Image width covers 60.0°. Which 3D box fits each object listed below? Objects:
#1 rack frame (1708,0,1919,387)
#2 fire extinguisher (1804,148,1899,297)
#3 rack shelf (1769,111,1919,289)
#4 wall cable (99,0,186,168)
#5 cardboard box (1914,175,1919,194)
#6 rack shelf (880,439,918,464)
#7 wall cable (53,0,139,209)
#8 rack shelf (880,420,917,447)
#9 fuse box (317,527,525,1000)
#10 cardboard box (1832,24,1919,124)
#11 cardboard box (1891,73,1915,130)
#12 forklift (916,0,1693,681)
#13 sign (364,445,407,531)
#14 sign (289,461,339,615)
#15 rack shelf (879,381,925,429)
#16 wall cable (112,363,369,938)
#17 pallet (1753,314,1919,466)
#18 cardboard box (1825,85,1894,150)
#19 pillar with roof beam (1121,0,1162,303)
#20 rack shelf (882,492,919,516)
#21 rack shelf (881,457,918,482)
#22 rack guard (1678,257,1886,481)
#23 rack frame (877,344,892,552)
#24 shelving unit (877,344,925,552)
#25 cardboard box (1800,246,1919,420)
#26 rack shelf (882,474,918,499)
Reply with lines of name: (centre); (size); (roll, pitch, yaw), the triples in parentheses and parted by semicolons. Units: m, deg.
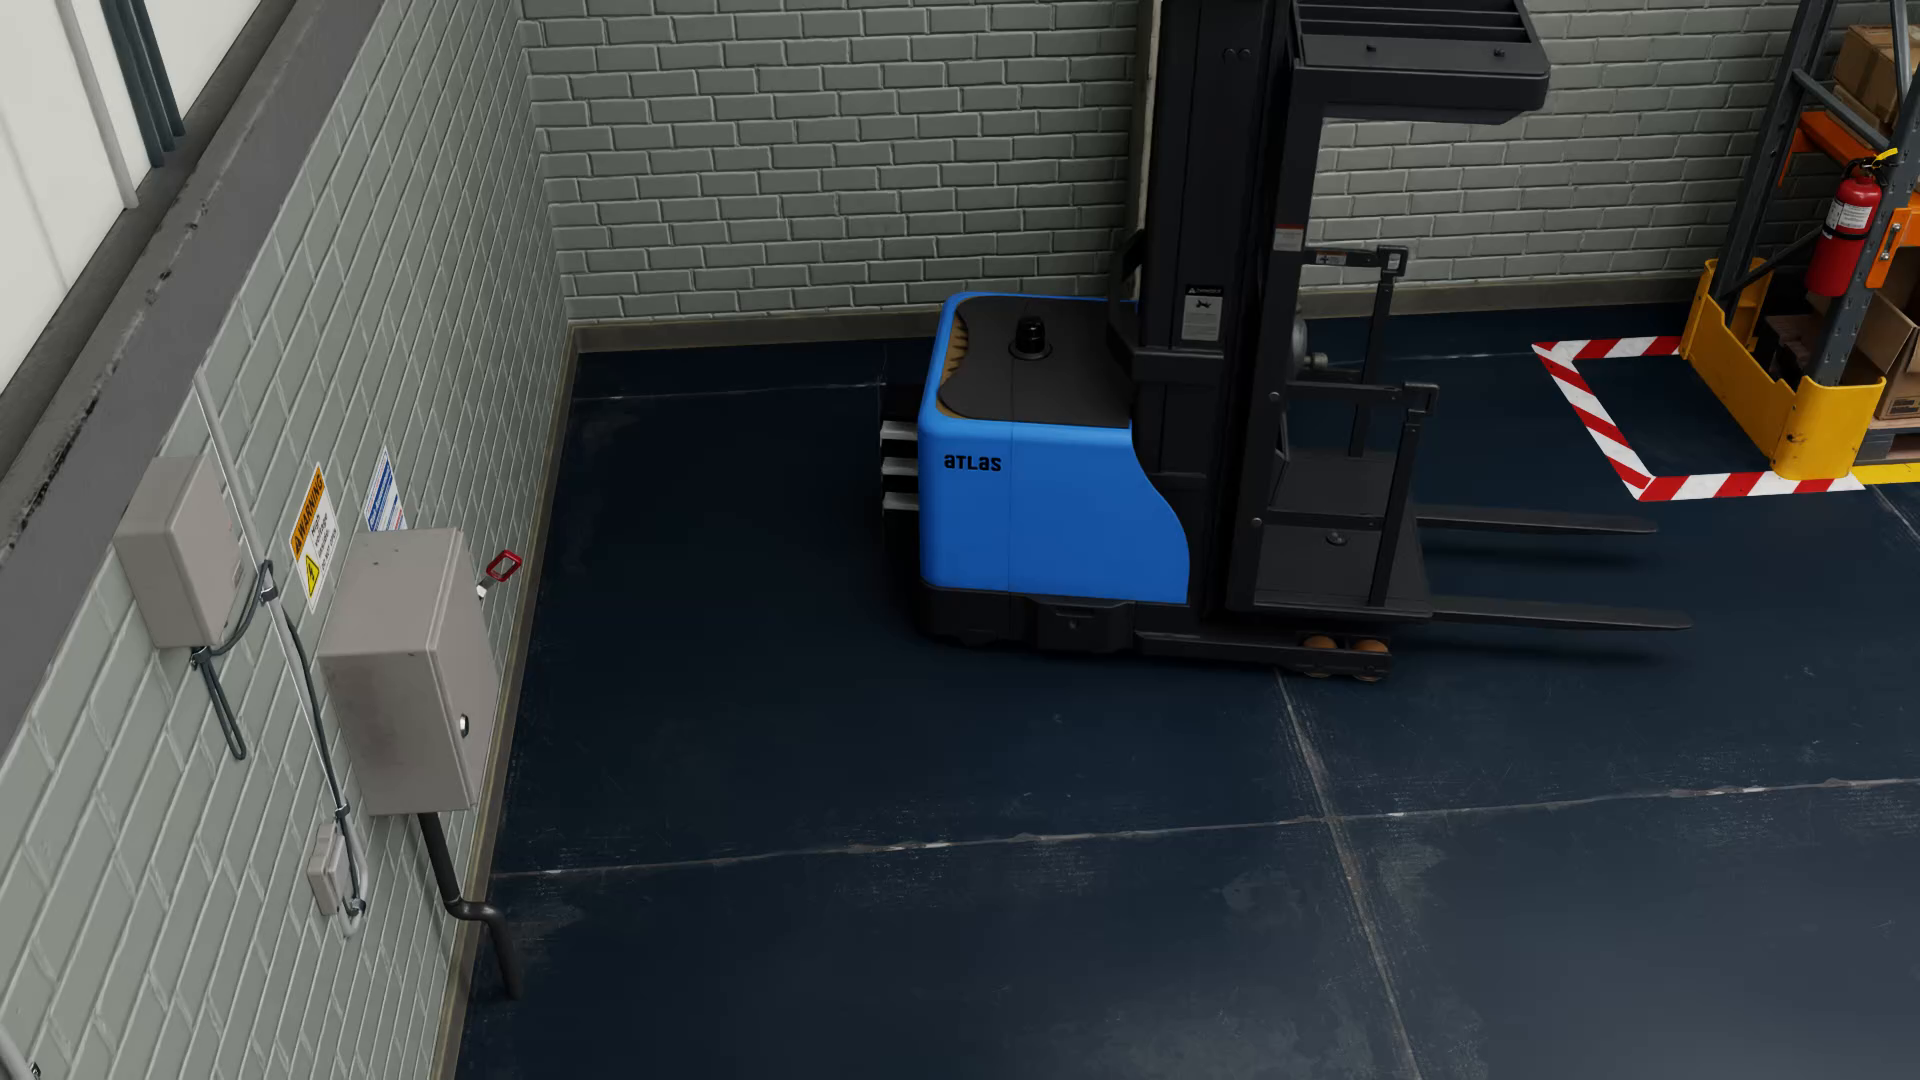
rack frame: (3.796, -1.811, 7.124); (0.127, 3.000, 1.000); (-3, 38, -4)
fire extinguisher: (3.691, -1.341, 6.892); (0.183, 0.674, 0.296); (-3, 38, -4)
rack shelf: (5.788, -1.638, 7.486); (4.000, 0.370, 1.077); (-3, 38, -4)
wall cable: (-1.674, -2.818, 3.526); (0.133, 3.039, 2.988); (-3, 38, -4)
cardboard box: (4.148, -1.561, 7.010); (0.250, 0.149, 0.380); (-3, 38, -4)
rack shelf: (-0.215, -0.413, 6.956); (0.200, 0.077, 0.258); (4, 38, 5)
wall cable: (-1.465, -1.082, 1.357); (0.029, 3.000, 2.355); (-3, 38, -4)
rack shelf: (-0.215, -0.484, 6.900); (0.200, 0.077, 0.258); (4, 38, 5)
fuse box: (-1.416, 0.777, 4.884); (0.414, 1.711, 0.539); (-3, 38, -4)
cardboard box: (4.231, -2.058, 7.318); (0.500, 0.250, 0.500); (-2, 38, -3)
cardboard box: (4.272, -1.728, 6.899); (0.500, 0.250, 0.500); (-3, 38, -4)
forklift: (1.379, -0.944, 6.080); (3.031, 2.935, 1.130); (4, 38, 5)
sign: (-1.666, 0.015, 4.886); (0.001, 0.494, 0.329); (-3, 38, -4)
sign: (-1.617, -0.008, 4.172); (0.001, 0.242, 0.339); (-3, 38, -4)
rack shelf: (-0.215, -0.554, 6.844); (0.200, 0.077, 0.258); (4, 38, 5)
wall cable: (-1.512, 0.302, 3.626); (0.122, 1.984, 0.588); (-3, 38, -4)
pallet: (4.666, -0.765, 8.049); (1.213, 0.211, 1.003); (-3, 38, -4)
cardboard box: (4.103, -1.896, 7.435); (0.250, 0.149, 0.380); (-4, 38, -4)
pillar with roof beam: (1.412, -1.918, 2.416); (0.400, 9.000, 9.100); (-3, 38, -4)
rack shelf: (-0.215, -0.201, 7.123); (0.200, 0.077, 0.258); (4, 38, 5)
rack shelf: (-0.215, -0.342, 7.011); (0.200, 0.077, 0.258); (4, 38, 5)
rack guard: (3.872, -0.834, 7.903); (0.348, 0.500, 1.175); (-3, 38, -4)
rack frame: (-0.316, -0.375, 6.999); (0.006, 0.900, 0.240); (4, 38, 5)
shelving unit: (-0.215, -0.369, 6.991); (0.210, 0.900, 0.258); (4, 38, 5)
cardboard box: (4.414, -0.971, 7.735); (0.637, 0.503, 0.797); (-5, 39, -6)
rack shelf: (-0.215, -0.272, 7.067); (0.200, 0.077, 0.258); (4, 38, 5)
